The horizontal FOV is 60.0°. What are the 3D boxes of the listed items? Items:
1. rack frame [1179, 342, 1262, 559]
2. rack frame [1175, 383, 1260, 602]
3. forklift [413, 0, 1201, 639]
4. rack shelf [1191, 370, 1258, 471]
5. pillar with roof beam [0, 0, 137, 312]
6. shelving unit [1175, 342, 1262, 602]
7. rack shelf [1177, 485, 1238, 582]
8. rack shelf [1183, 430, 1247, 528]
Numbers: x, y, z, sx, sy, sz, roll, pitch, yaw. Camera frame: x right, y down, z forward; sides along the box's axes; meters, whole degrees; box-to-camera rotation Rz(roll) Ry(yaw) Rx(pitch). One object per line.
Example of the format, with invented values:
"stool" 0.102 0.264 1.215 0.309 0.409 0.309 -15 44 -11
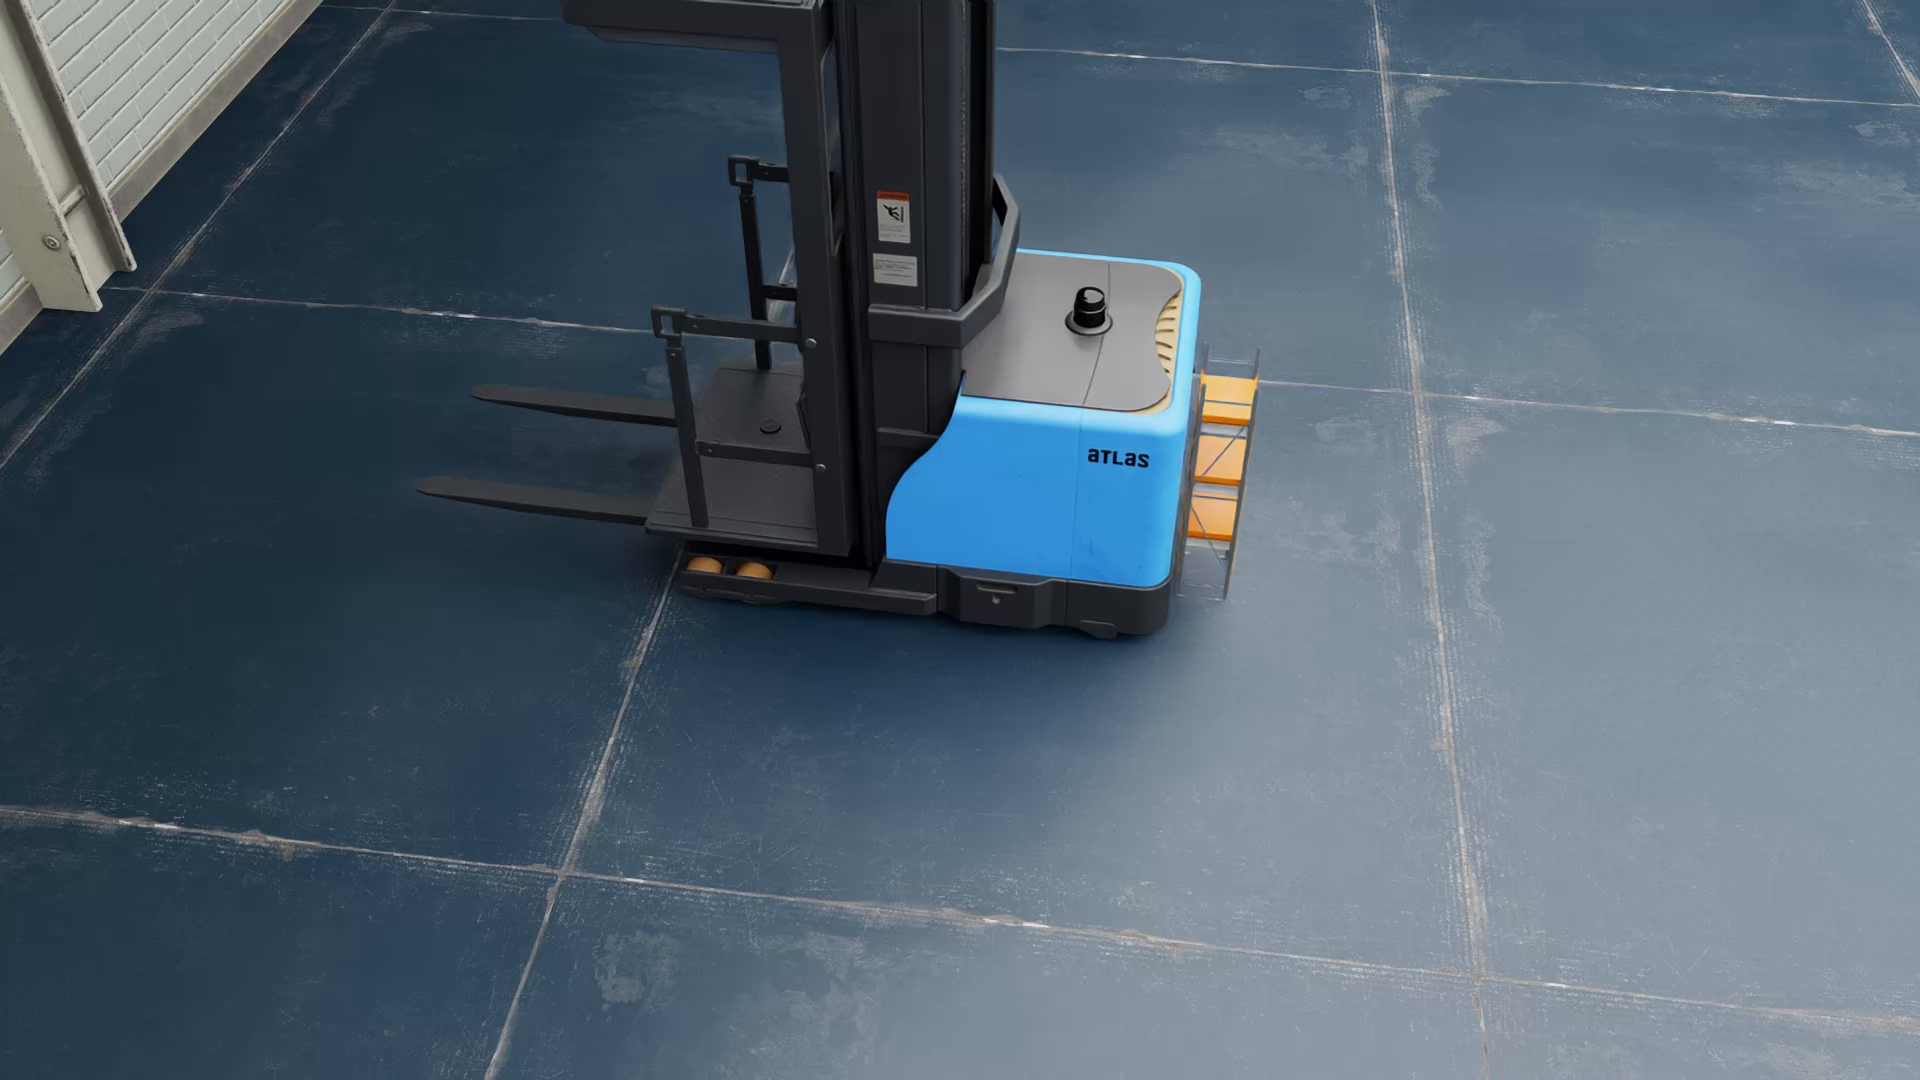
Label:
"rack frame" 0.981 -0.318 6.322 0.200 1.050 0.008 6 44 7
"rack frame" 0.942 -0.152 6.147 0.200 1.050 0.008 6 44 7
"forklift" -0.640 -1.167 5.851 3.031 2.935 1.130 6 44 7
"rack shelf" 0.961 -0.433 6.047 0.215 0.259 0.240 6 44 7
"pillar with roof beam" 0.046 -4.107 4.543 9.100 9.000 0.400 5 44 6
"shelving unit" 0.961 -0.235 6.235 0.215 1.050 0.252 6 44 7
"rack shelf" 0.961 -0.025 6.433 0.215 0.259 0.240 6 44 7
"rack shelf" 0.961 -0.227 6.242 0.215 0.259 0.240 6 44 7
